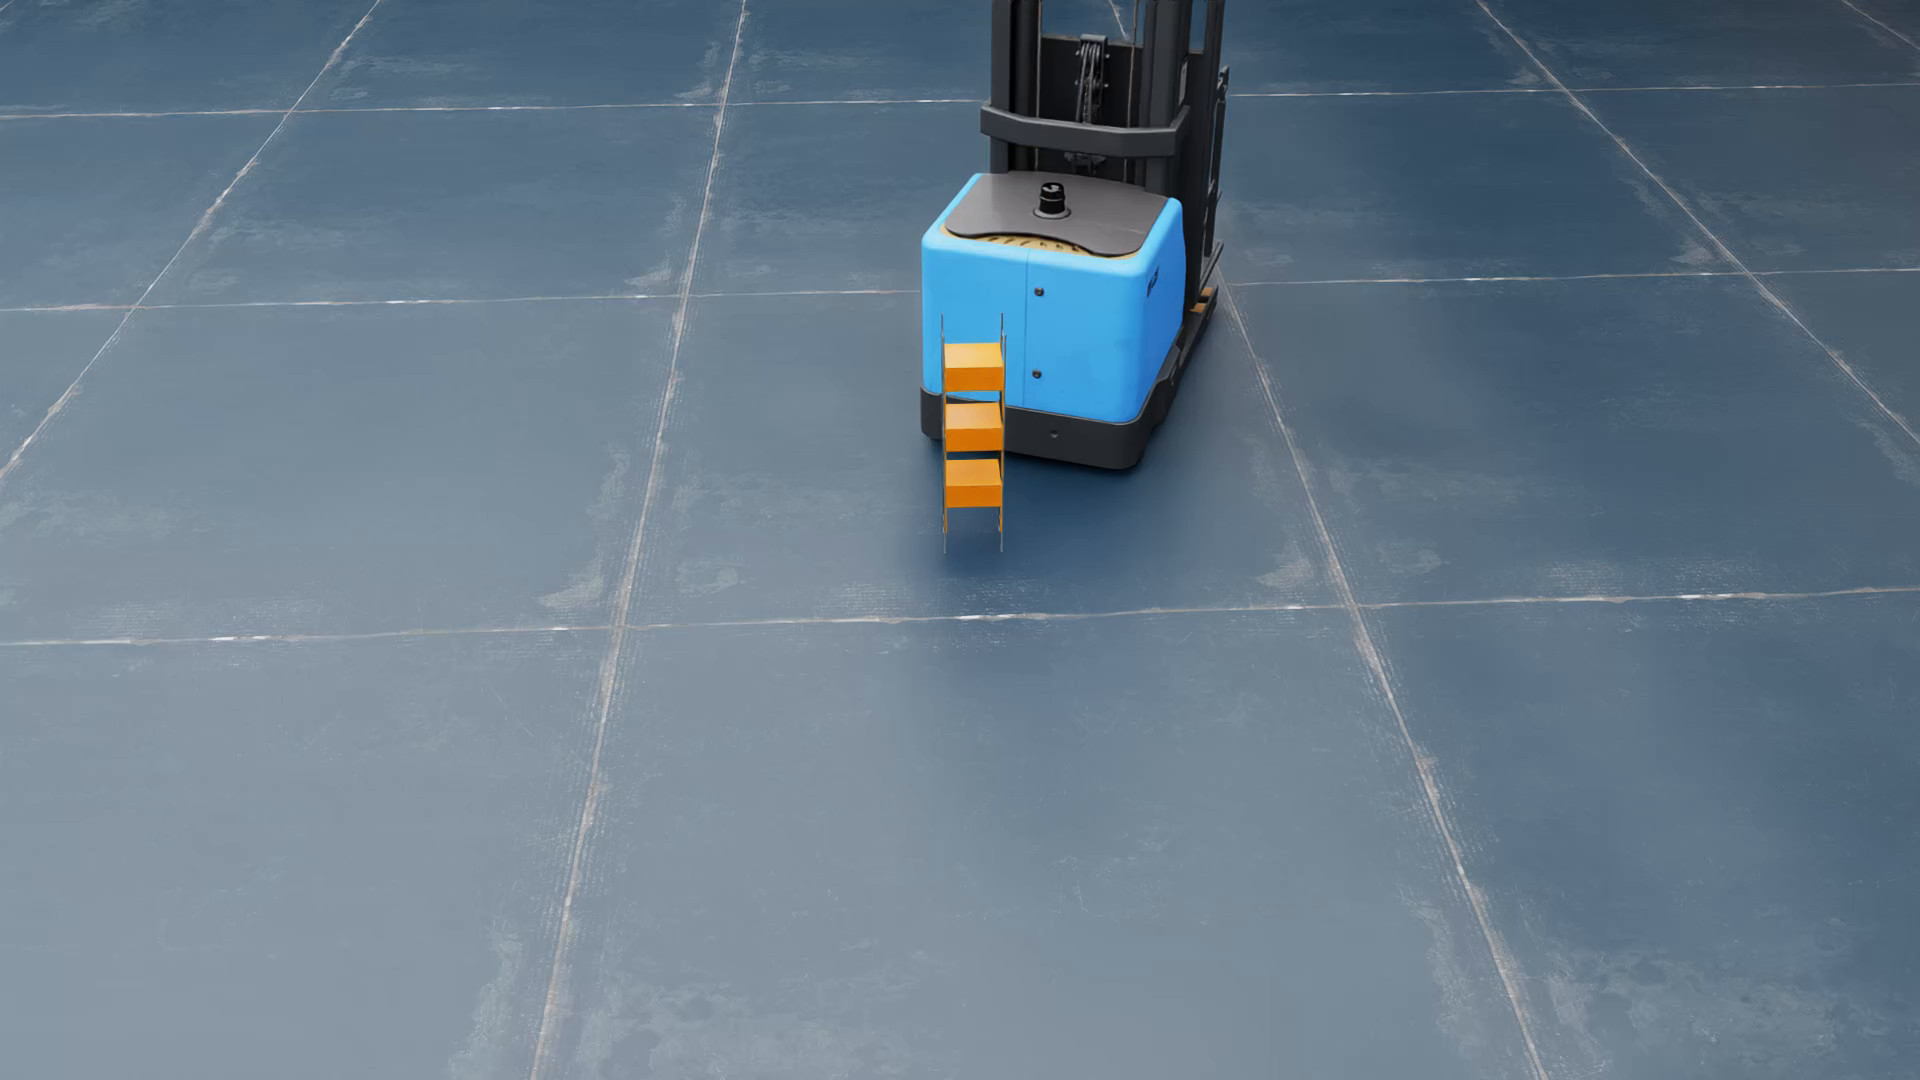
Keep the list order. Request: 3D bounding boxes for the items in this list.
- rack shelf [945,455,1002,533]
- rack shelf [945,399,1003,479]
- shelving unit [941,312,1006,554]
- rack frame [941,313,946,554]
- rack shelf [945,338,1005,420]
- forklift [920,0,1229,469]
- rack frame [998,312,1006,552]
[{"bbox_3d":[0.053,-0.196,7.118,0.240,0.259,0.215,-2,35,-2],"label":"rack shelf"},{"bbox_3d":[0.053,-0.424,6.959,0.240,0.259,0.215,-2,35,-2],"label":"rack shelf"},{"bbox_3d":[0.053,-0.433,6.953,0.252,1.050,0.215,-2,35,-2],"label":"shelving unit"},{"bbox_3d":[-0.068,-0.430,6.949,0.008,1.050,0.200,-2,35,-2],"label":"rack frame"},{"bbox_3d":[0.053,-0.658,6.798,0.240,0.259,0.215,-2,35,-2],"label":"rack shelf"},{"bbox_3d":[0.759,-2.364,8.090,1.130,2.935,3.031,11,36,15],"label":"forklift"},{"bbox_3d":[0.175,-0.436,6.958,0.008,1.050,0.200,-2,35,-2],"label":"rack frame"}]
